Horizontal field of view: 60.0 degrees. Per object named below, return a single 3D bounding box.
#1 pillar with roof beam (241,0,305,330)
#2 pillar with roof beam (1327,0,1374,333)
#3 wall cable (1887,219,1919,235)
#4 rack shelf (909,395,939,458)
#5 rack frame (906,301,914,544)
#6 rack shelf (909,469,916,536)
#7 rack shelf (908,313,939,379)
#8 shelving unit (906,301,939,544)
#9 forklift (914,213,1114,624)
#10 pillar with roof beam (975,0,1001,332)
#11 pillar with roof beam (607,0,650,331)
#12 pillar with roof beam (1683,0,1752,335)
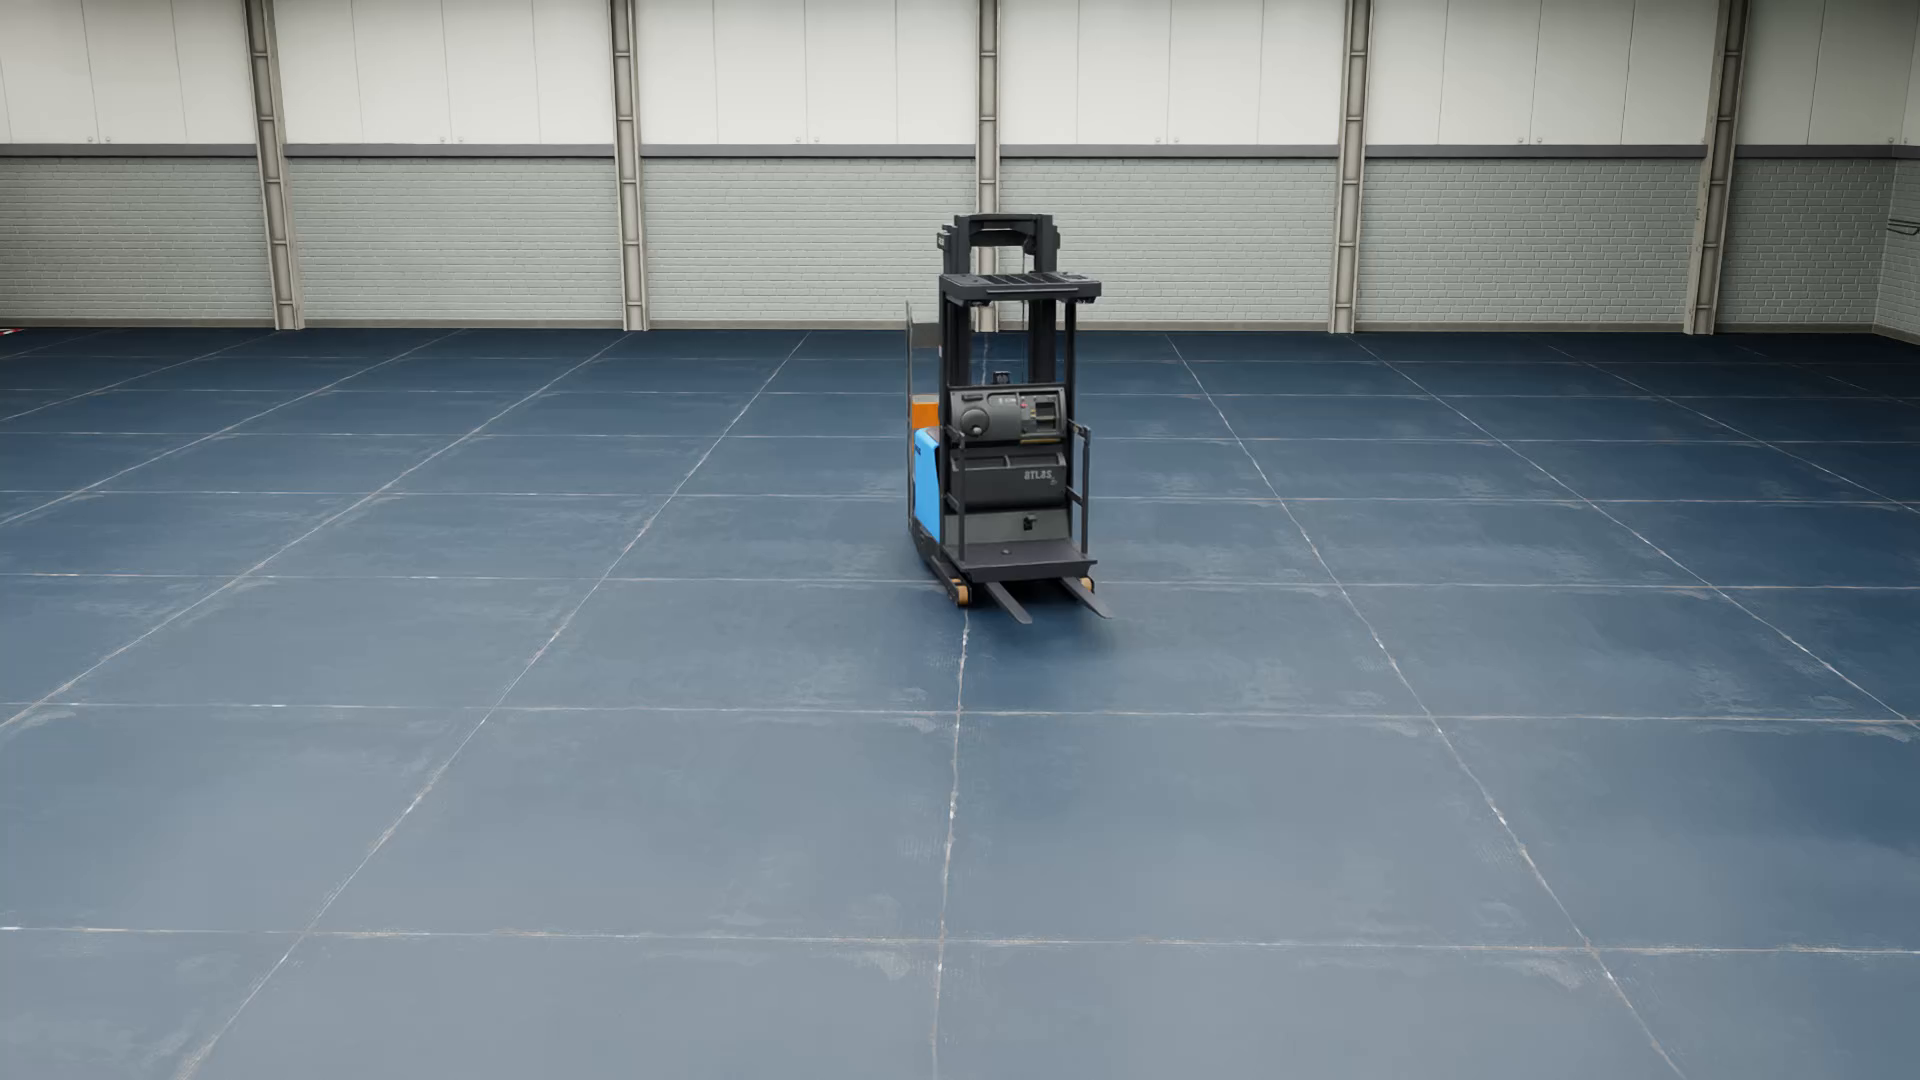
[{"bbox_3d":[-11.646,-6.900,23.351,0.400,9.000,9.100,0,15,1],"label":"pillar with roof beam"},{"bbox_3d":[6.348,-6.782,22.907,0.400,9.000,9.100,0,15,1],"label":"pillar with roof beam"},{"bbox_3d":[15.368,-5.983,25.965,0.112,2.526,3.097,0,15,1],"label":"wall cable"},{"bbox_3d":[-0.200,-1.022,14.650,0.480,0.518,0.431,-2,15,-7],"label":"rack shelf"},{"bbox_3d":[-0.442,-1.028,14.619,0.015,2.100,0.400,-2,15,-7],"label":"rack frame"},{"bbox_3d":[-0.200,-0.345,14.829,0.480,0.518,0.431,-2,15,-7],"label":"rack shelf"},{"bbox_3d":[-0.200,-1.699,14.472,0.480,0.518,0.431,-2,15,-7],"label":"rack shelf"},{"bbox_3d":[-0.200,-1.035,14.647,0.503,2.100,0.431,-2,15,-7],"label":"shelving unit"},{"bbox_3d":[0.432,-1.007,12.912,1.130,2.935,3.031,-3,15,-13],"label":"forklift"},{"bbox_3d":[0.350,-6.821,23.055,0.400,9.000,9.100,0,15,1],"label":"pillar with roof beam"},{"bbox_3d":[-5.648,-6.860,23.203,0.400,9.000,9.100,0,15,1],"label":"pillar with roof beam"},{"bbox_3d":[12.346,-6.743,22.759,0.400,9.000,9.100,0,15,1],"label":"pillar with roof beam"}]
